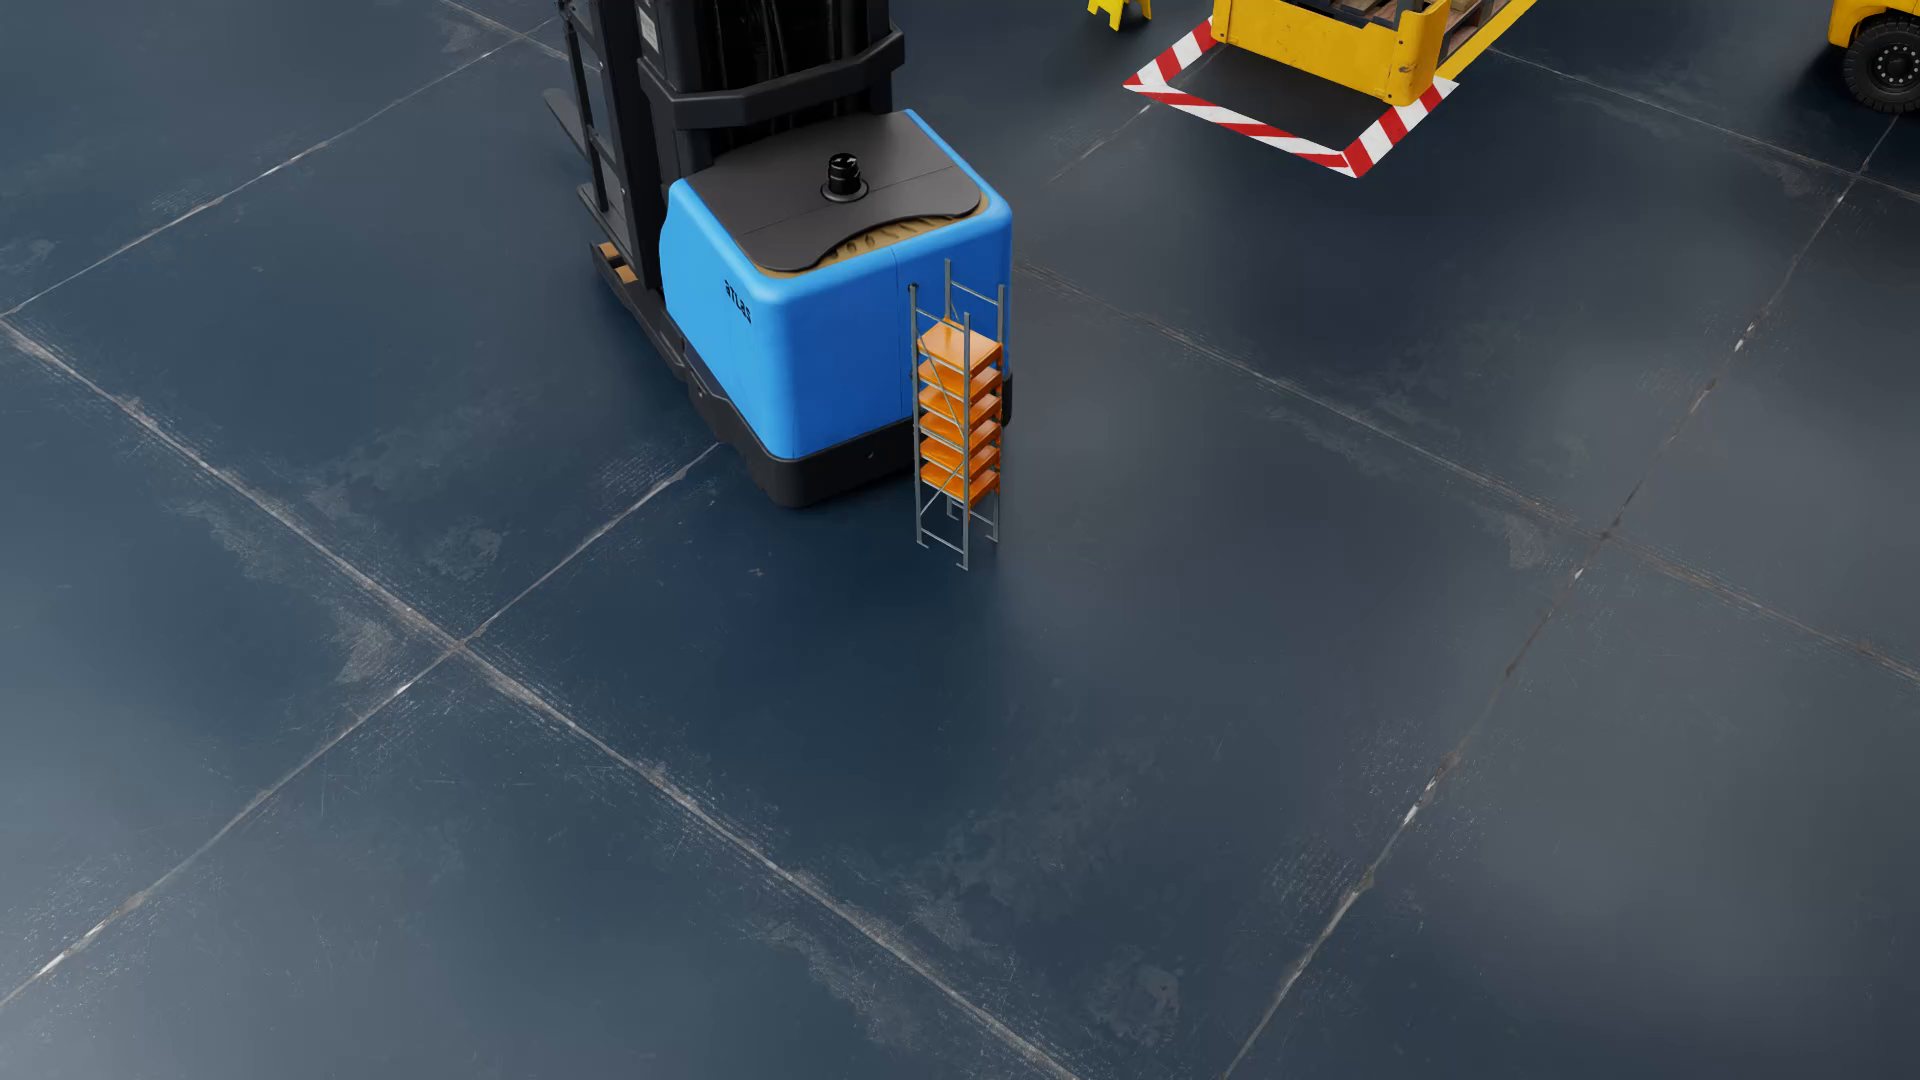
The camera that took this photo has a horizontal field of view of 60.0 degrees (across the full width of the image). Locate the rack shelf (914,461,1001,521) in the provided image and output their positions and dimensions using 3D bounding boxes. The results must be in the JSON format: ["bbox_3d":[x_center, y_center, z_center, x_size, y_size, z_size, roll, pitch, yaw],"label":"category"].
[{"bbox_3d":[-0.009,-0.210,6.014,0.258,0.103,0.180,29,53,25],"label":"rack shelf"}]

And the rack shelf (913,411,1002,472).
[{"bbox_3d":[-0.009,-0.375,5.840,0.258,0.103,0.180,29,53,25],"label":"rack shelf"}]

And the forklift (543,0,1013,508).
[{"bbox_3d":[-0.965,-2.194,6.319,1.130,2.935,3.031,-23,50,-20],"label":"forklift"}]

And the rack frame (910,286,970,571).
[{"bbox_3d":[-0.065,-0.354,5.758,0.240,1.200,0.006,29,53,25],"label":"rack frame"}]

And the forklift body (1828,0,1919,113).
[{"bbox_3d":[5.467,-2.905,7.537,2.313,2.155,1.214,29,53,25],"label":"forklift body"}]

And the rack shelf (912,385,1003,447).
[{"bbox_3d":[-0.009,-0.458,5.754,0.258,0.103,0.180,29,53,25],"label":"rack shelf"}]

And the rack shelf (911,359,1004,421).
[{"bbox_3d":[-0.009,-0.541,5.667,0.258,0.103,0.180,29,53,25],"label":"rack shelf"}]

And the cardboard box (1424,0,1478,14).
[{"bbox_3d":[2.533,-3.033,8.684,0.500,0.250,0.500,29,53,25],"label":"cardboard box"}]

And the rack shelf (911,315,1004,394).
[{"bbox_3d":[-0.009,-0.624,5.580,0.258,0.103,0.180,29,53,25],"label":"rack shelf"}]

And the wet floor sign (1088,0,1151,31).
[{"bbox_3d":[0.858,-3.050,8.717,0.232,0.644,0.267,-25,51,-22],"label":"wet floor sign"}]

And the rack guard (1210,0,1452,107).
[{"bbox_3d":[1.868,-2.679,8.463,1.175,0.500,0.348,29,53,25],"label":"rack guard"}]

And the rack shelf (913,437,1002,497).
[{"bbox_3d":[-0.009,-0.293,5.927,0.258,0.103,0.180,29,53,25],"label":"rack shelf"}]

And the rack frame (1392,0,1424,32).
[{"bbox_3d":[1.821,-3.499,7.518,1.000,3.000,0.127,29,53,25],"label":"rack frame"}]

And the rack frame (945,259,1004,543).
[{"bbox_3d":[0.047,-0.459,5.858,0.240,1.200,0.006,29,53,25],"label":"rack frame"}]

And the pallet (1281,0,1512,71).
[{"bbox_3d":[2.392,-3.028,8.997,1.003,0.211,1.213,29,53,25],"label":"pallet"}]

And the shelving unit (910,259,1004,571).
[{"bbox_3d":[-0.009,-0.406,5.808,0.258,1.200,0.189,29,53,25],"label":"shelving unit"}]
